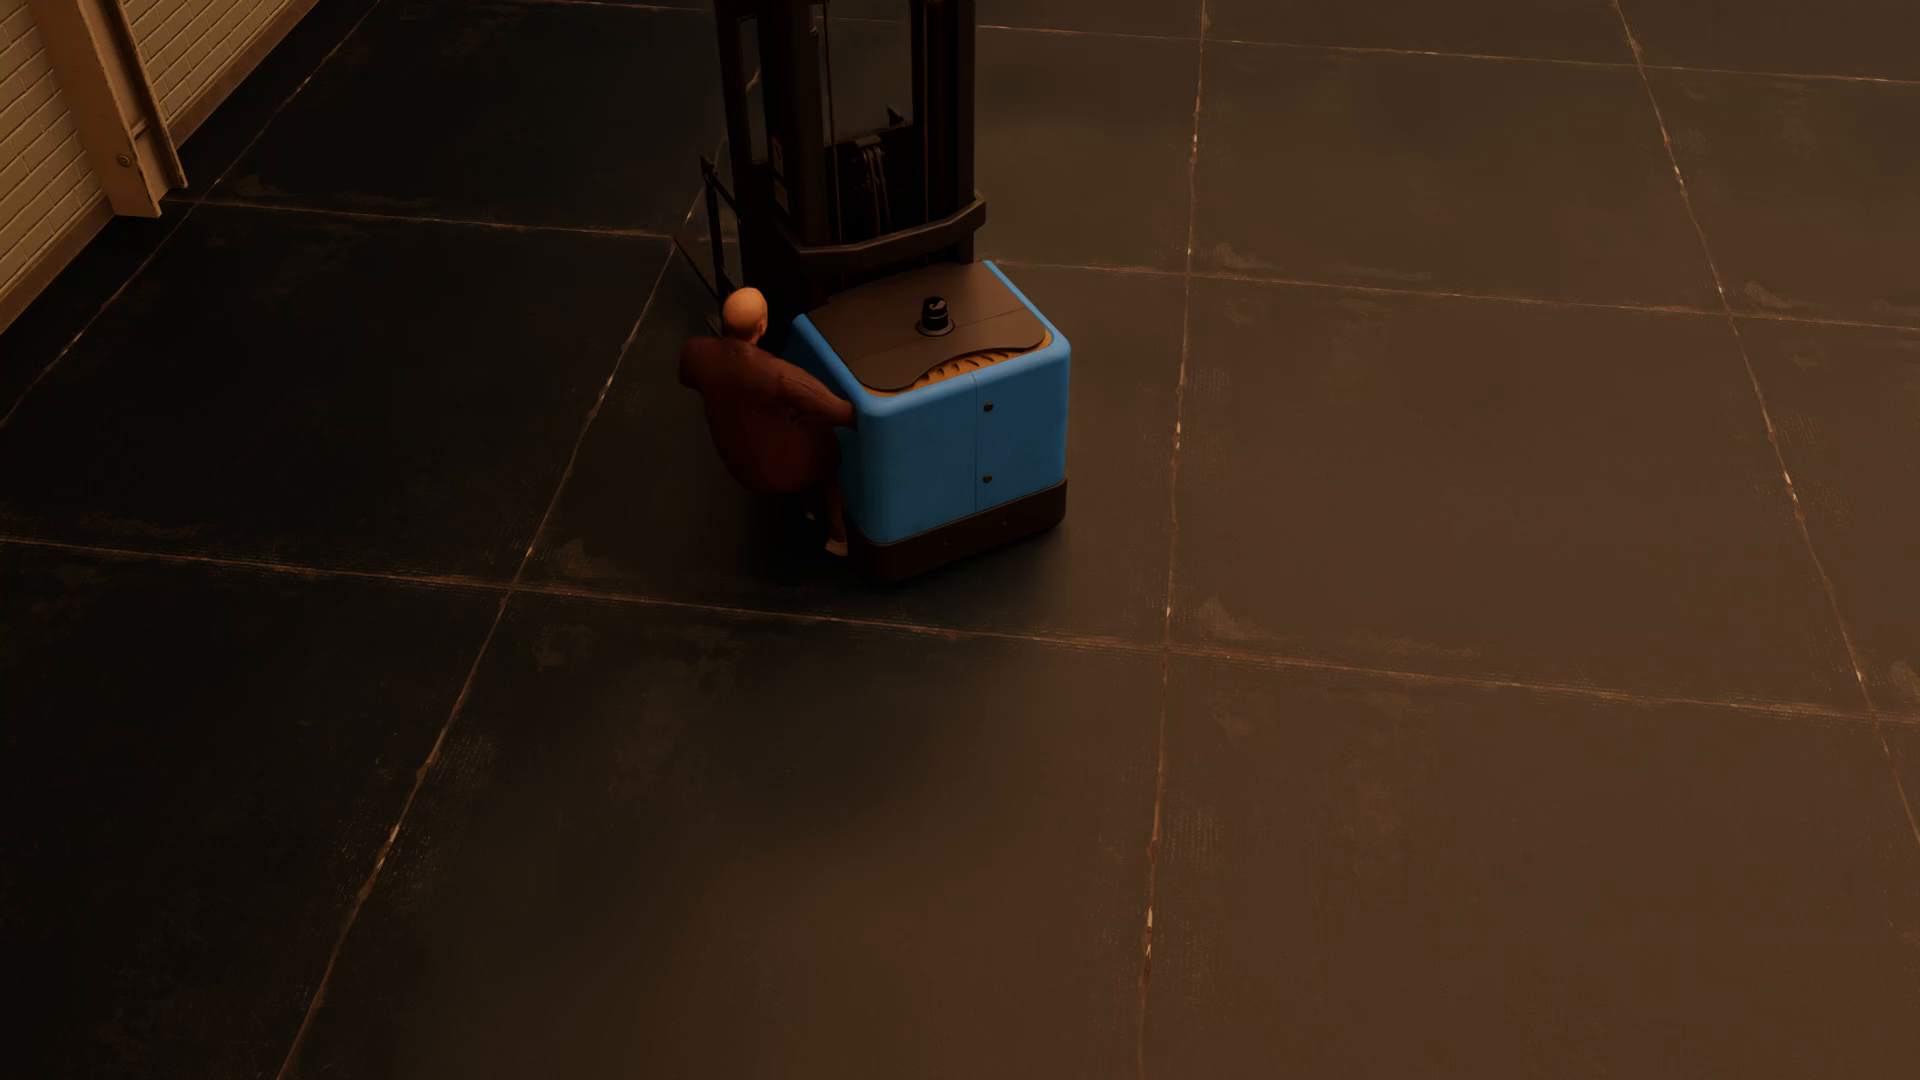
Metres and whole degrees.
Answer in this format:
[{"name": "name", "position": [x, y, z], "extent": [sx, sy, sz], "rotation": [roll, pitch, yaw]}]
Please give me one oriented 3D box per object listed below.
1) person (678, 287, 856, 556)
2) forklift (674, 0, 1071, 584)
[{"name": "person", "position": [-0.752, -0.569, 7.430], "extent": [0.862, 1.565, 0.908], "rotation": [16, 45, 17]}, {"name": "forklift", "position": [-0.630, -1.871, 7.761], "extent": [1.130, 2.935, 3.031], "rotation": [-20, 46, -20]}]
